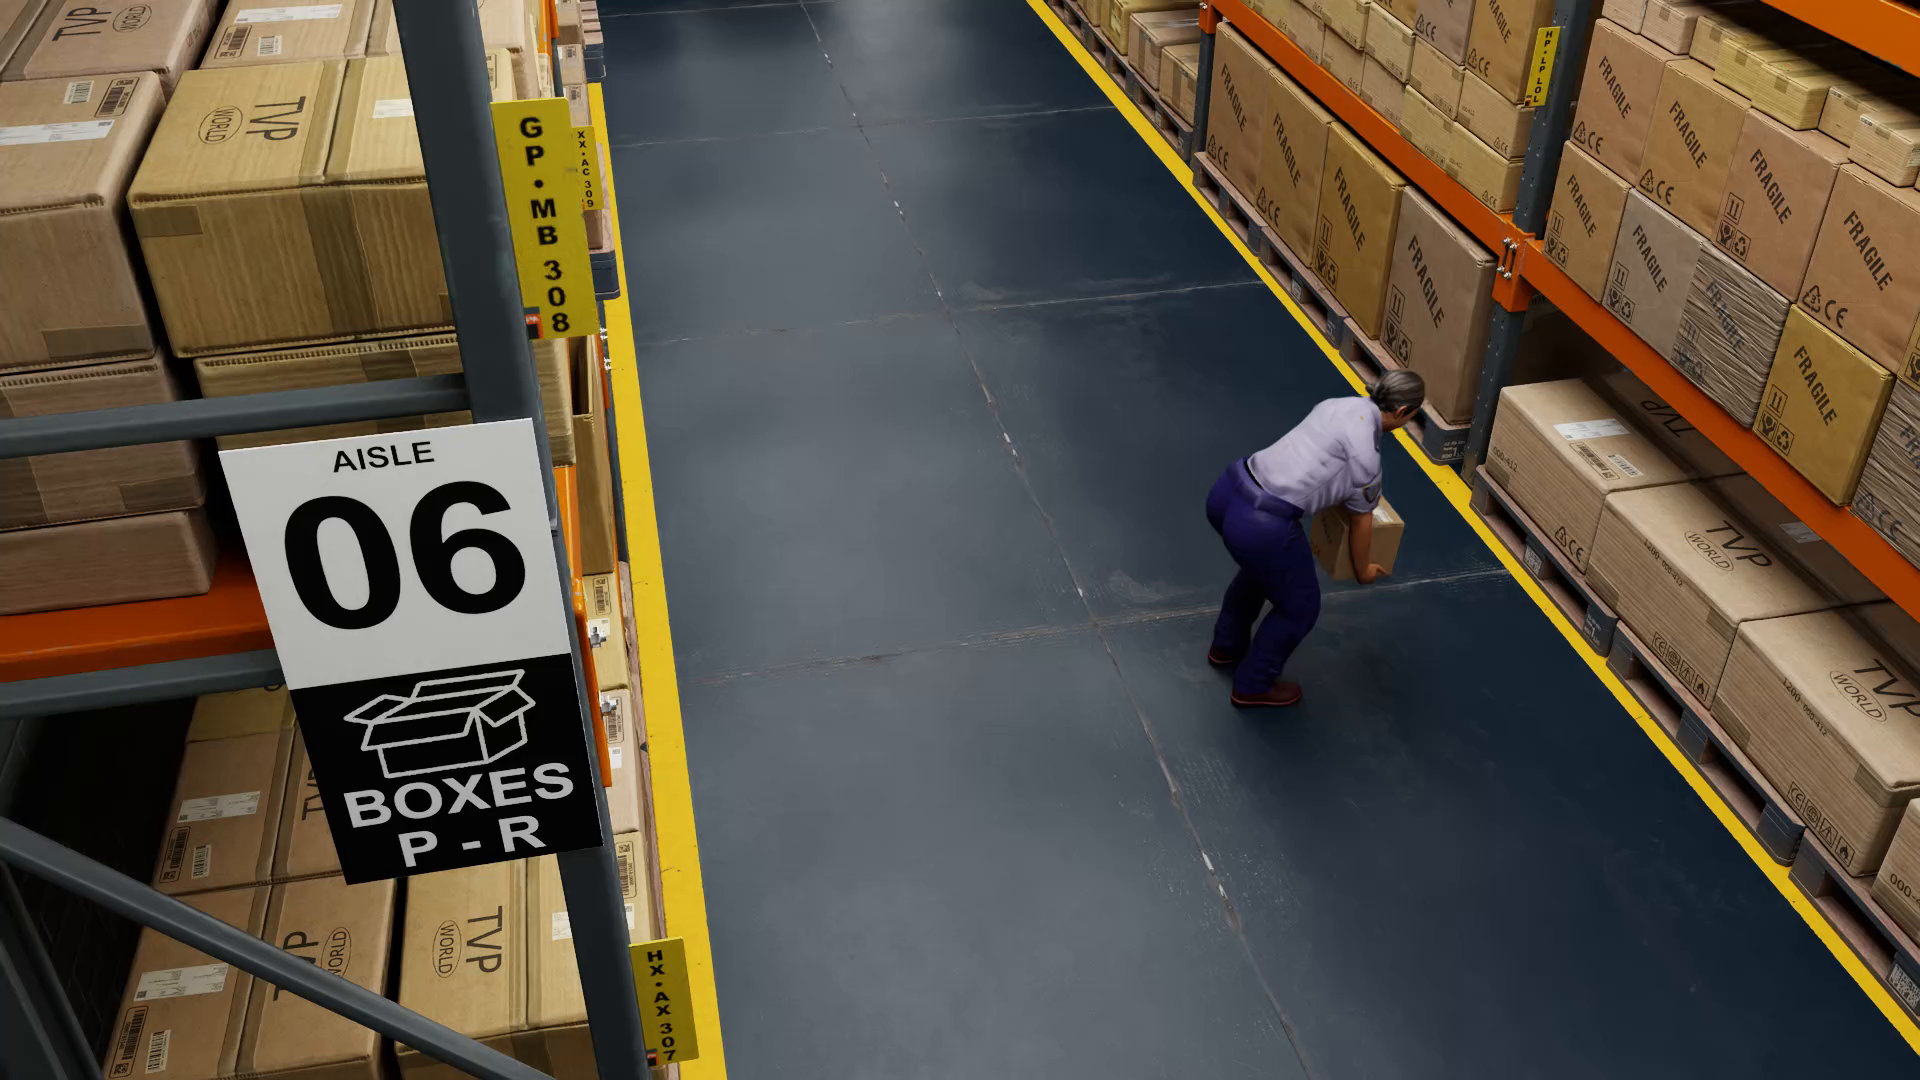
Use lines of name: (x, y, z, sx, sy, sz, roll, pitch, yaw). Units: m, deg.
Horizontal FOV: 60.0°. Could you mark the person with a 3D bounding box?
person: (1.370, -0.012, 6.450, 0.750, 1.342, 0.462, -8, 35, -12)
